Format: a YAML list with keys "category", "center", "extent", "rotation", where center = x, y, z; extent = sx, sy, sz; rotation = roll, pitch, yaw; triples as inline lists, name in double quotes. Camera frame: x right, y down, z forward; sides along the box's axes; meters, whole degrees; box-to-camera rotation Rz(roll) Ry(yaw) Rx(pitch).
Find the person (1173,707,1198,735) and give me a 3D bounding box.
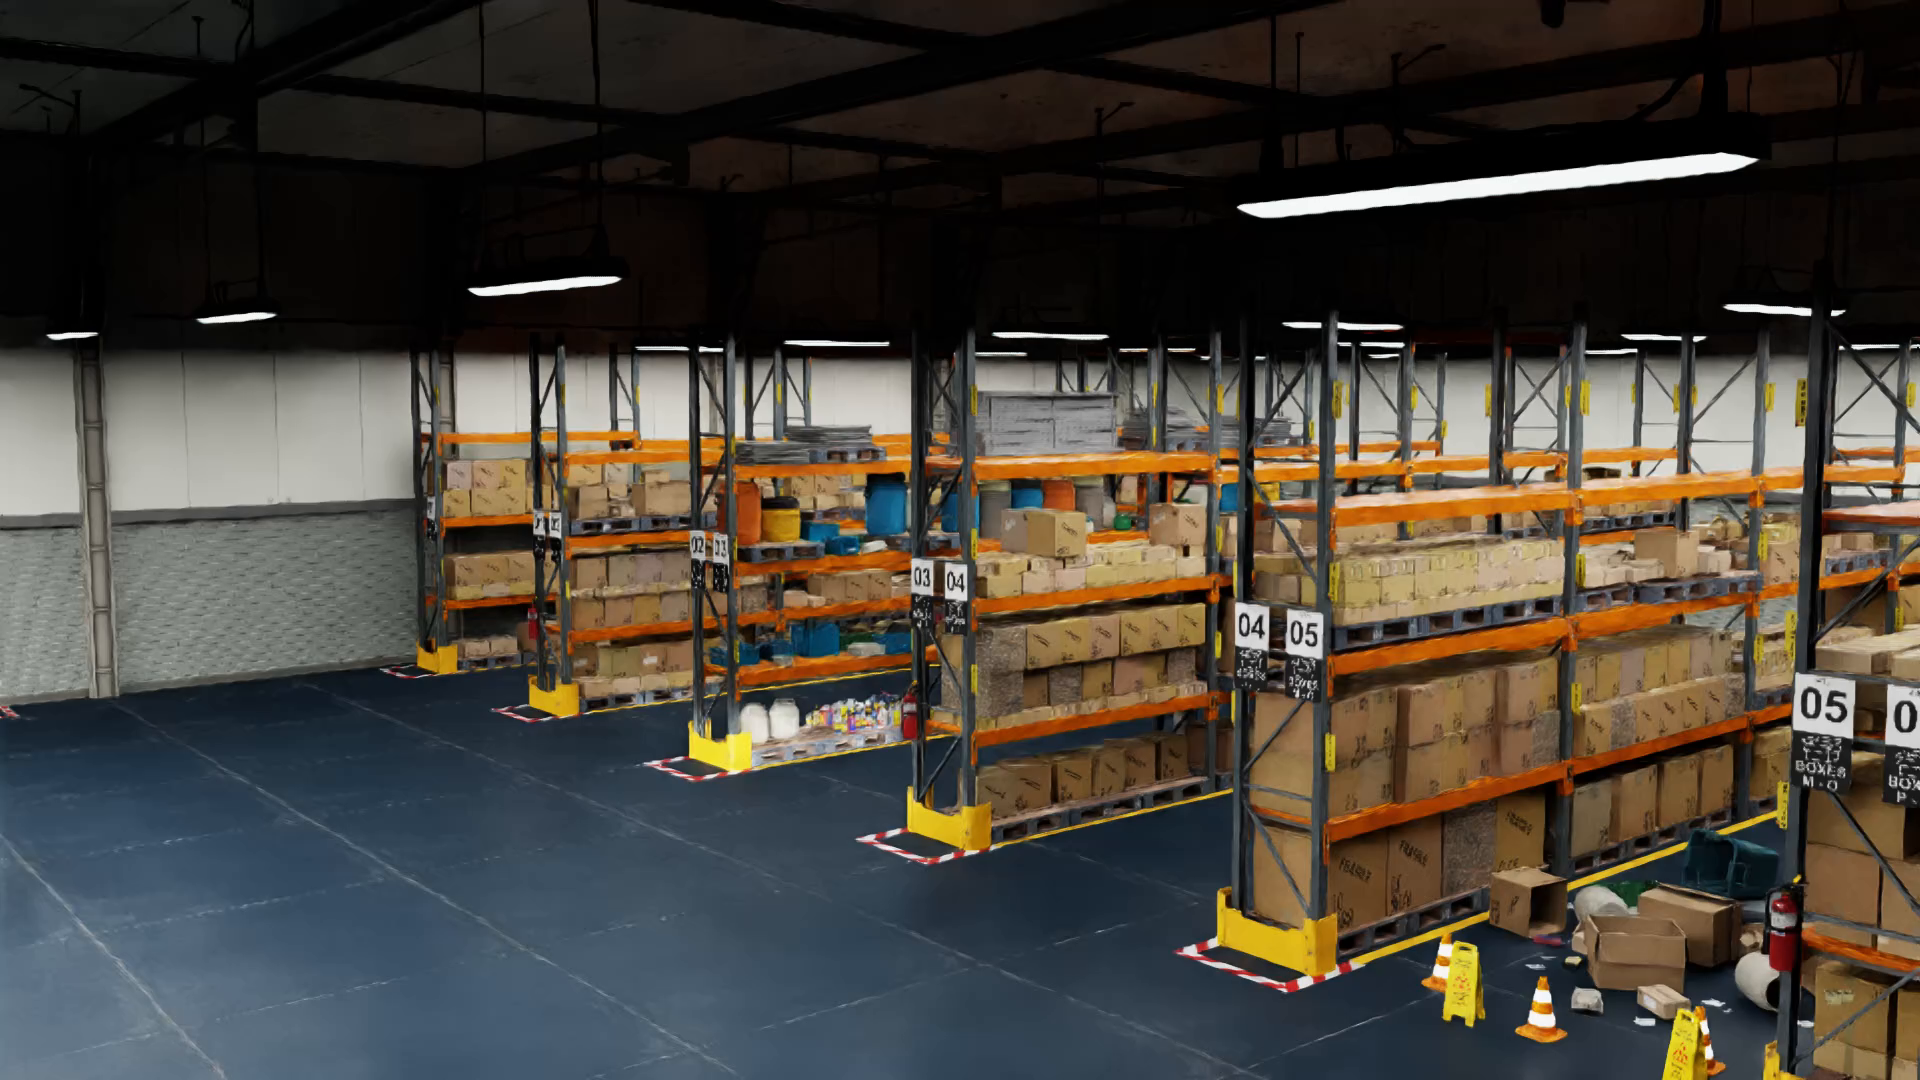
- category: "person"
  center: [3.205, 2.128, 23.776]
  extent: [0.596, 1.655, 0.563]
  rotation: [-1, 5, -14]
